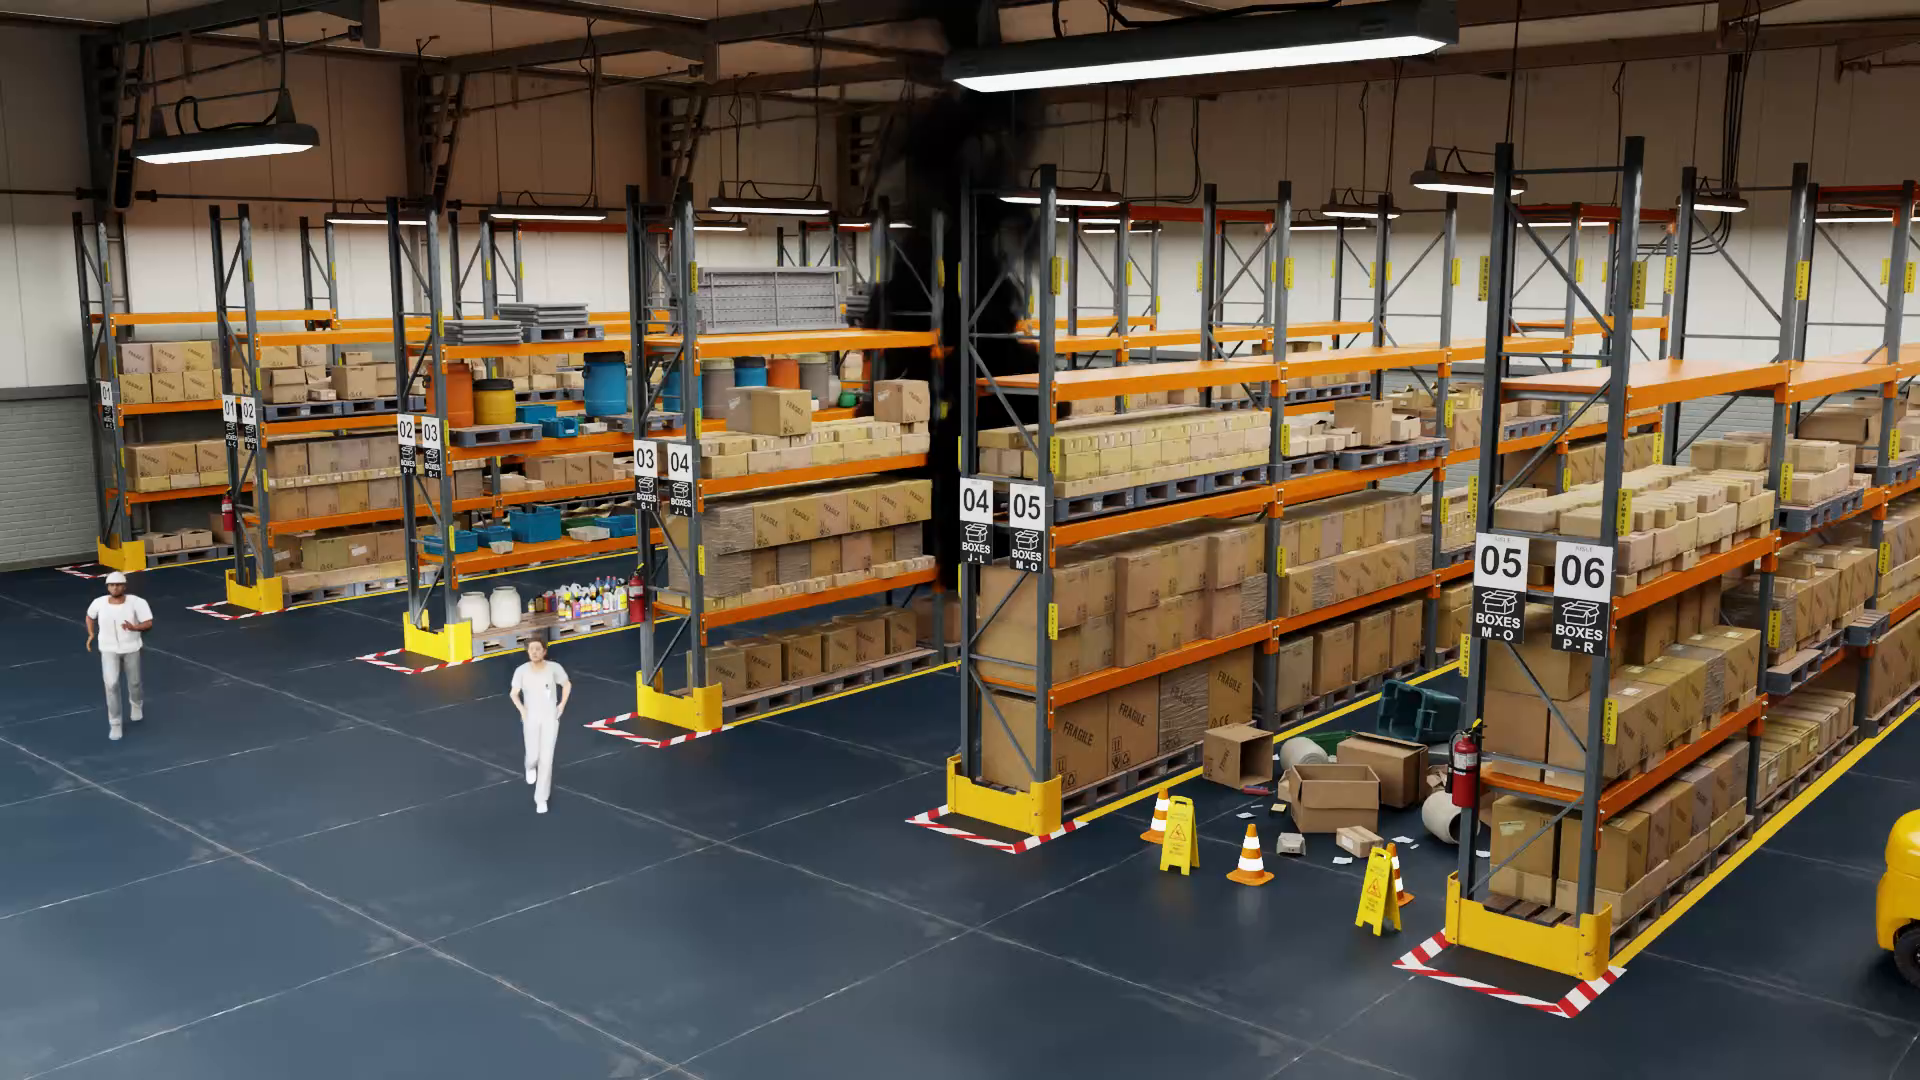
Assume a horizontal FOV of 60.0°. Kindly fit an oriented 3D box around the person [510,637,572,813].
[{"bbox_3d":[-4.027,1.724,16.033,0.573,1.648,0.757,-2,10,-11],"label":"person"}]

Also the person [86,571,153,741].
[{"bbox_3d":[-9.286,1.235,18.417,0.686,1.797,0.880,-4,10,-22],"label":"person"}]

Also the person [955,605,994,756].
[{"bbox_3d":[0.202,1.458,17.690,0.545,1.573,0.864,6,11,32],"label":"person"}]
